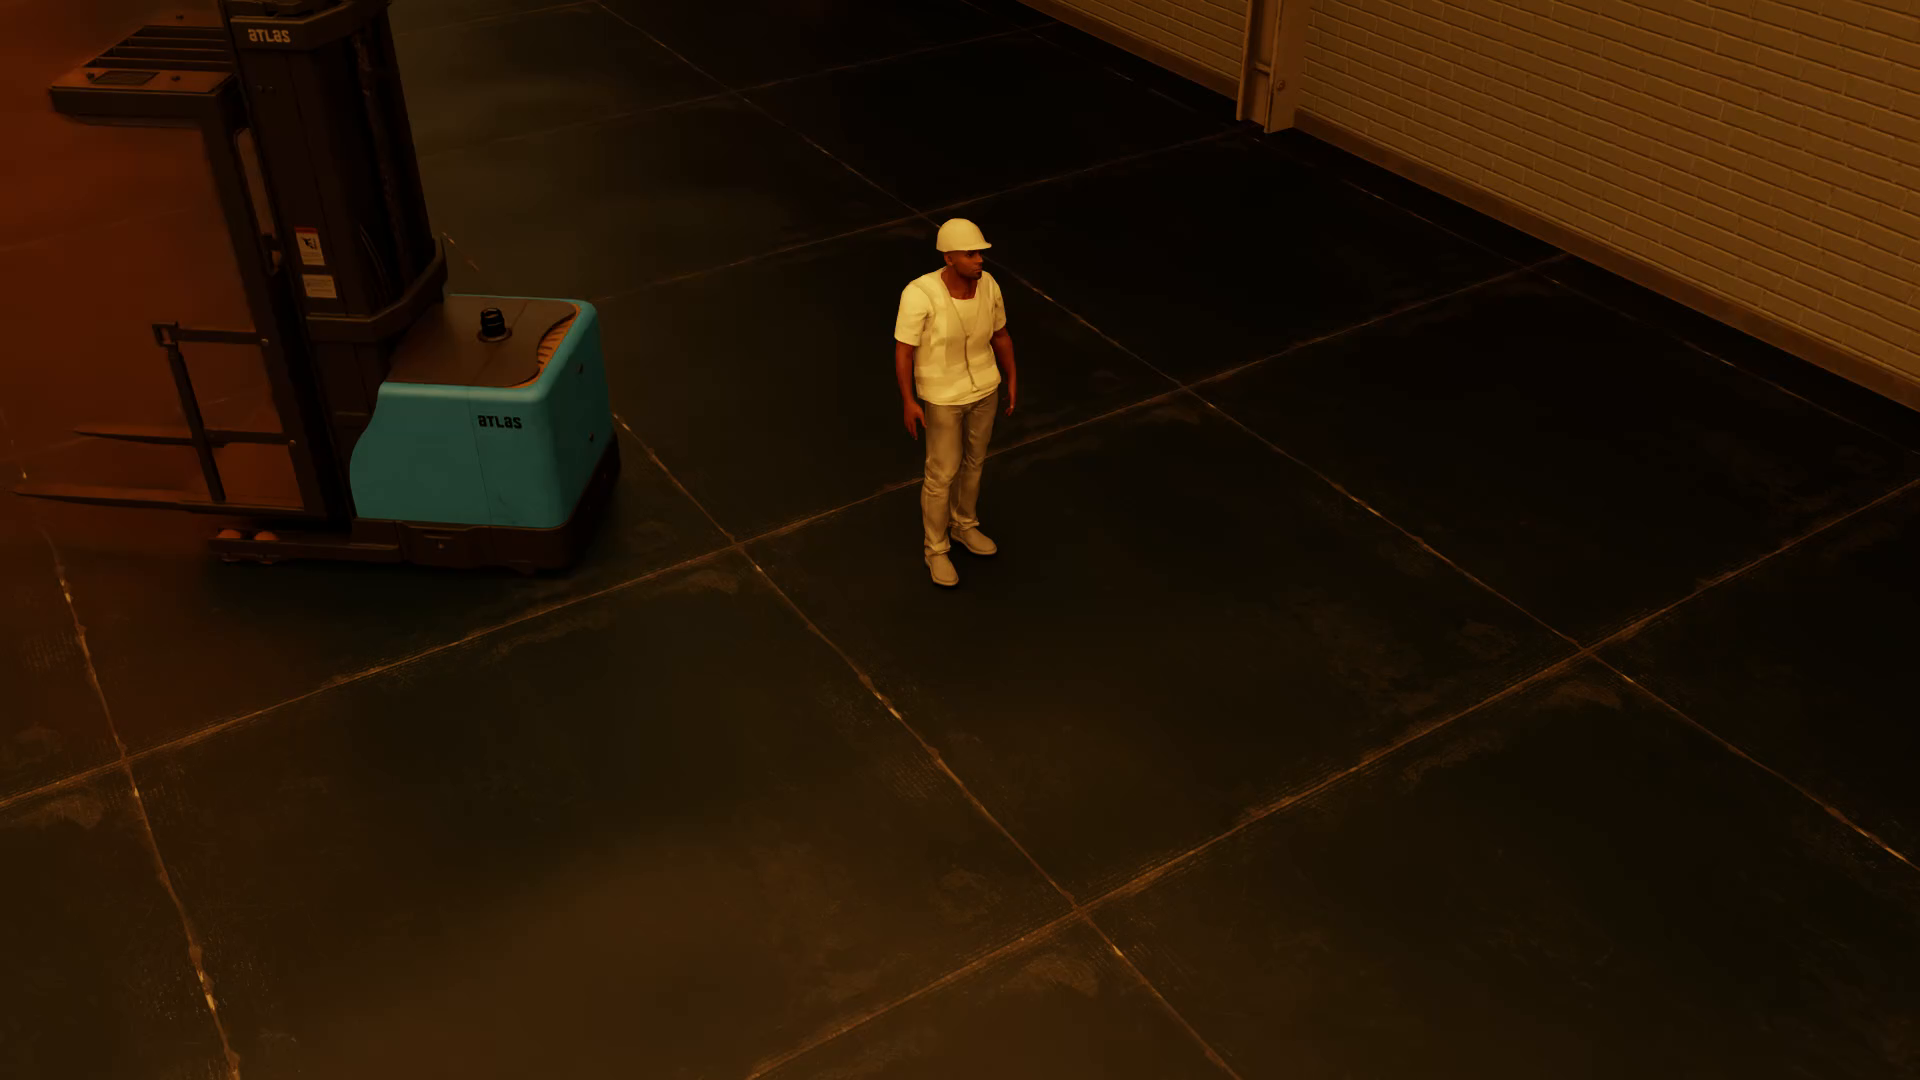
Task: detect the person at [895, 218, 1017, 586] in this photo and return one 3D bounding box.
[{"bbox_3d":[0.032,-0.693,8.135,0.665,1.765,0.577,-21,40,-27],"label":"person"}]

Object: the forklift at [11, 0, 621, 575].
[{"bbox_3d":[-3.410,-1.374,8.103,3.031,2.935,1.130,3,35,5],"label":"forklift"}]
